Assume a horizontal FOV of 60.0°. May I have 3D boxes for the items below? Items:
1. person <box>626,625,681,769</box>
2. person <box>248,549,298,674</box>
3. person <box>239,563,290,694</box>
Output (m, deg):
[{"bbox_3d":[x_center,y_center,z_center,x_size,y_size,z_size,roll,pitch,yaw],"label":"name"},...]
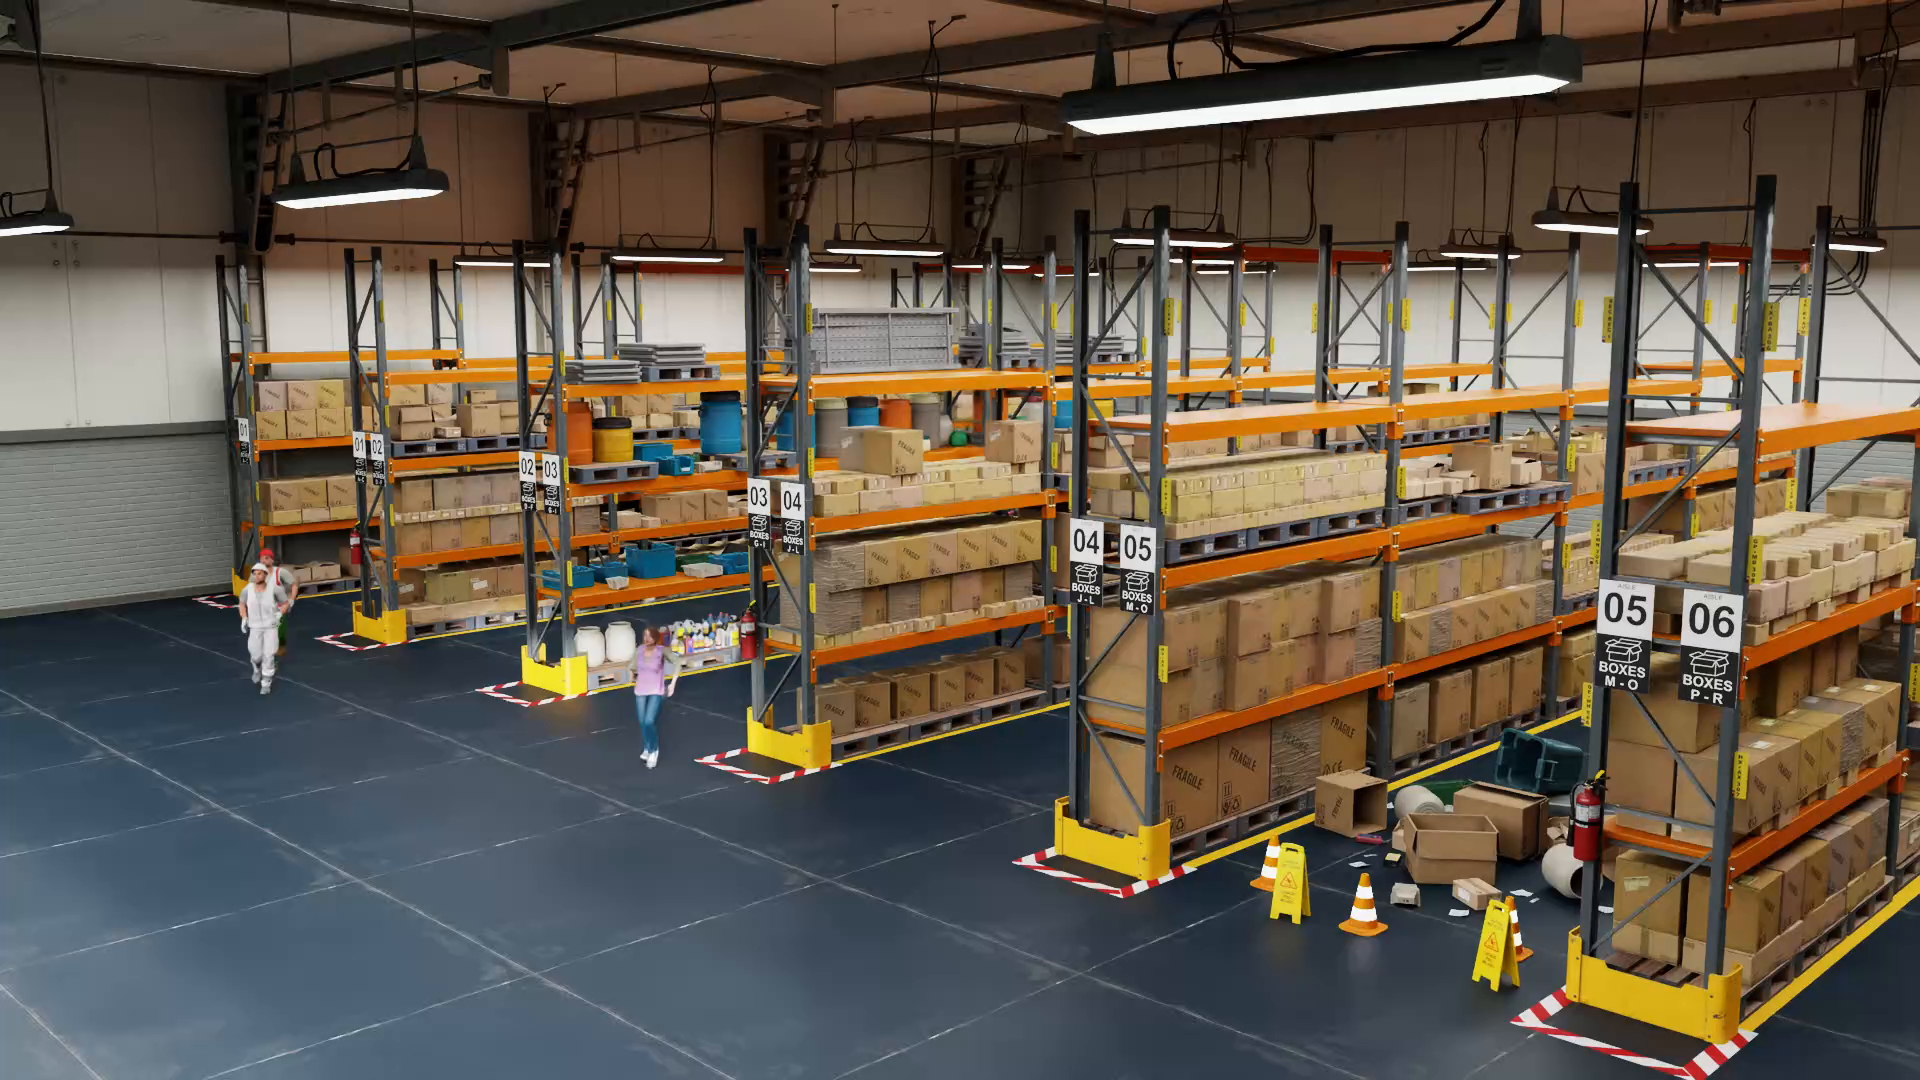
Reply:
[{"bbox_3d":[-3.473,1.758,18.663,0.580,1.617,0.609,2,8,16],"label":"person"},{"bbox_3d":[-9.703,0.983,23.505,0.674,1.763,0.664,-1,8,-10],"label":"person"},{"bbox_3d":[-9.269,1.173,22.170,0.644,1.751,0.632,-2,8,-14],"label":"person"}]
